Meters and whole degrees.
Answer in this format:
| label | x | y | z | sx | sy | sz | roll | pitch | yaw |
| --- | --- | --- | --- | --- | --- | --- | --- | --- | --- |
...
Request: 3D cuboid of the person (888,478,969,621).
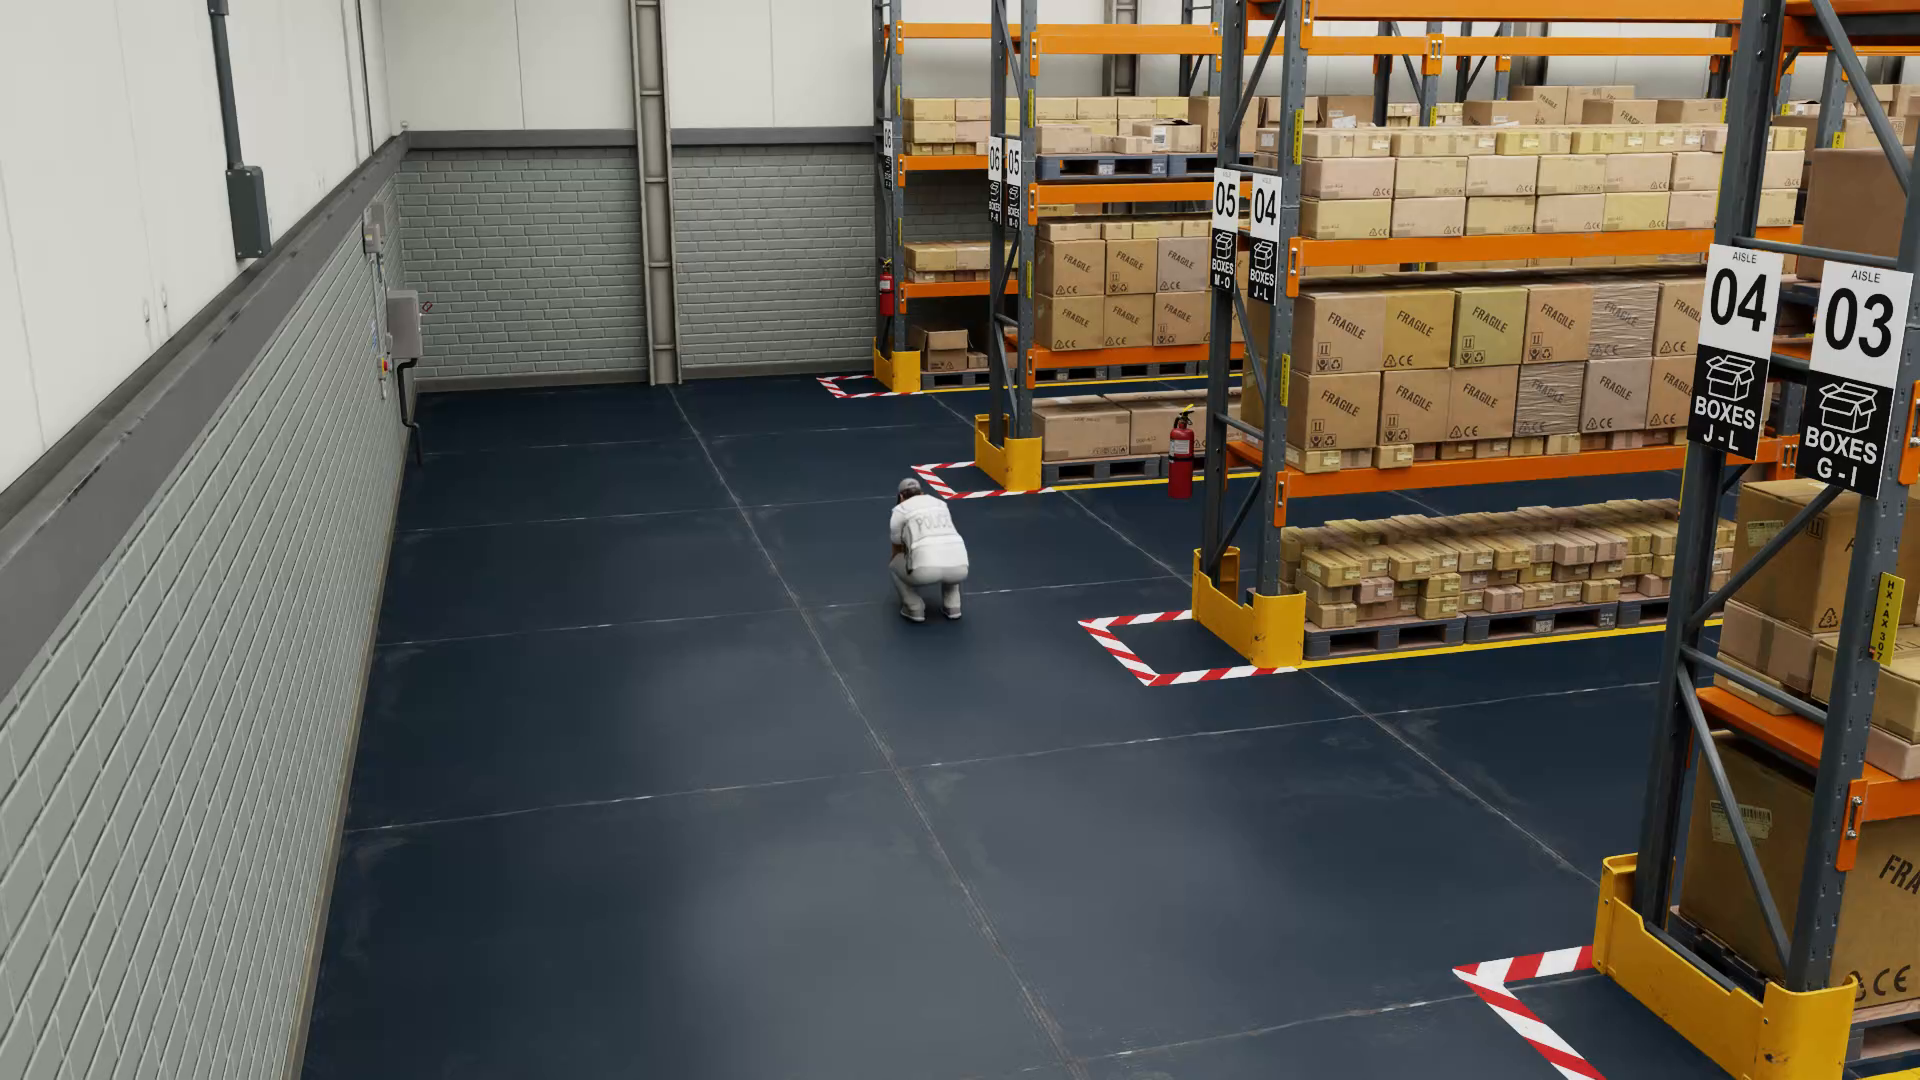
| label | x | y | z | sx | sy | sz | roll | pitch | yaw |
| --- | --- | --- | --- | --- | --- | --- | --- | --- | --- |
| person | -0.246 | 0.070 | 12.102 | 0.517 | 0.953 | 0.865 | -5 | 17 | -16 |
